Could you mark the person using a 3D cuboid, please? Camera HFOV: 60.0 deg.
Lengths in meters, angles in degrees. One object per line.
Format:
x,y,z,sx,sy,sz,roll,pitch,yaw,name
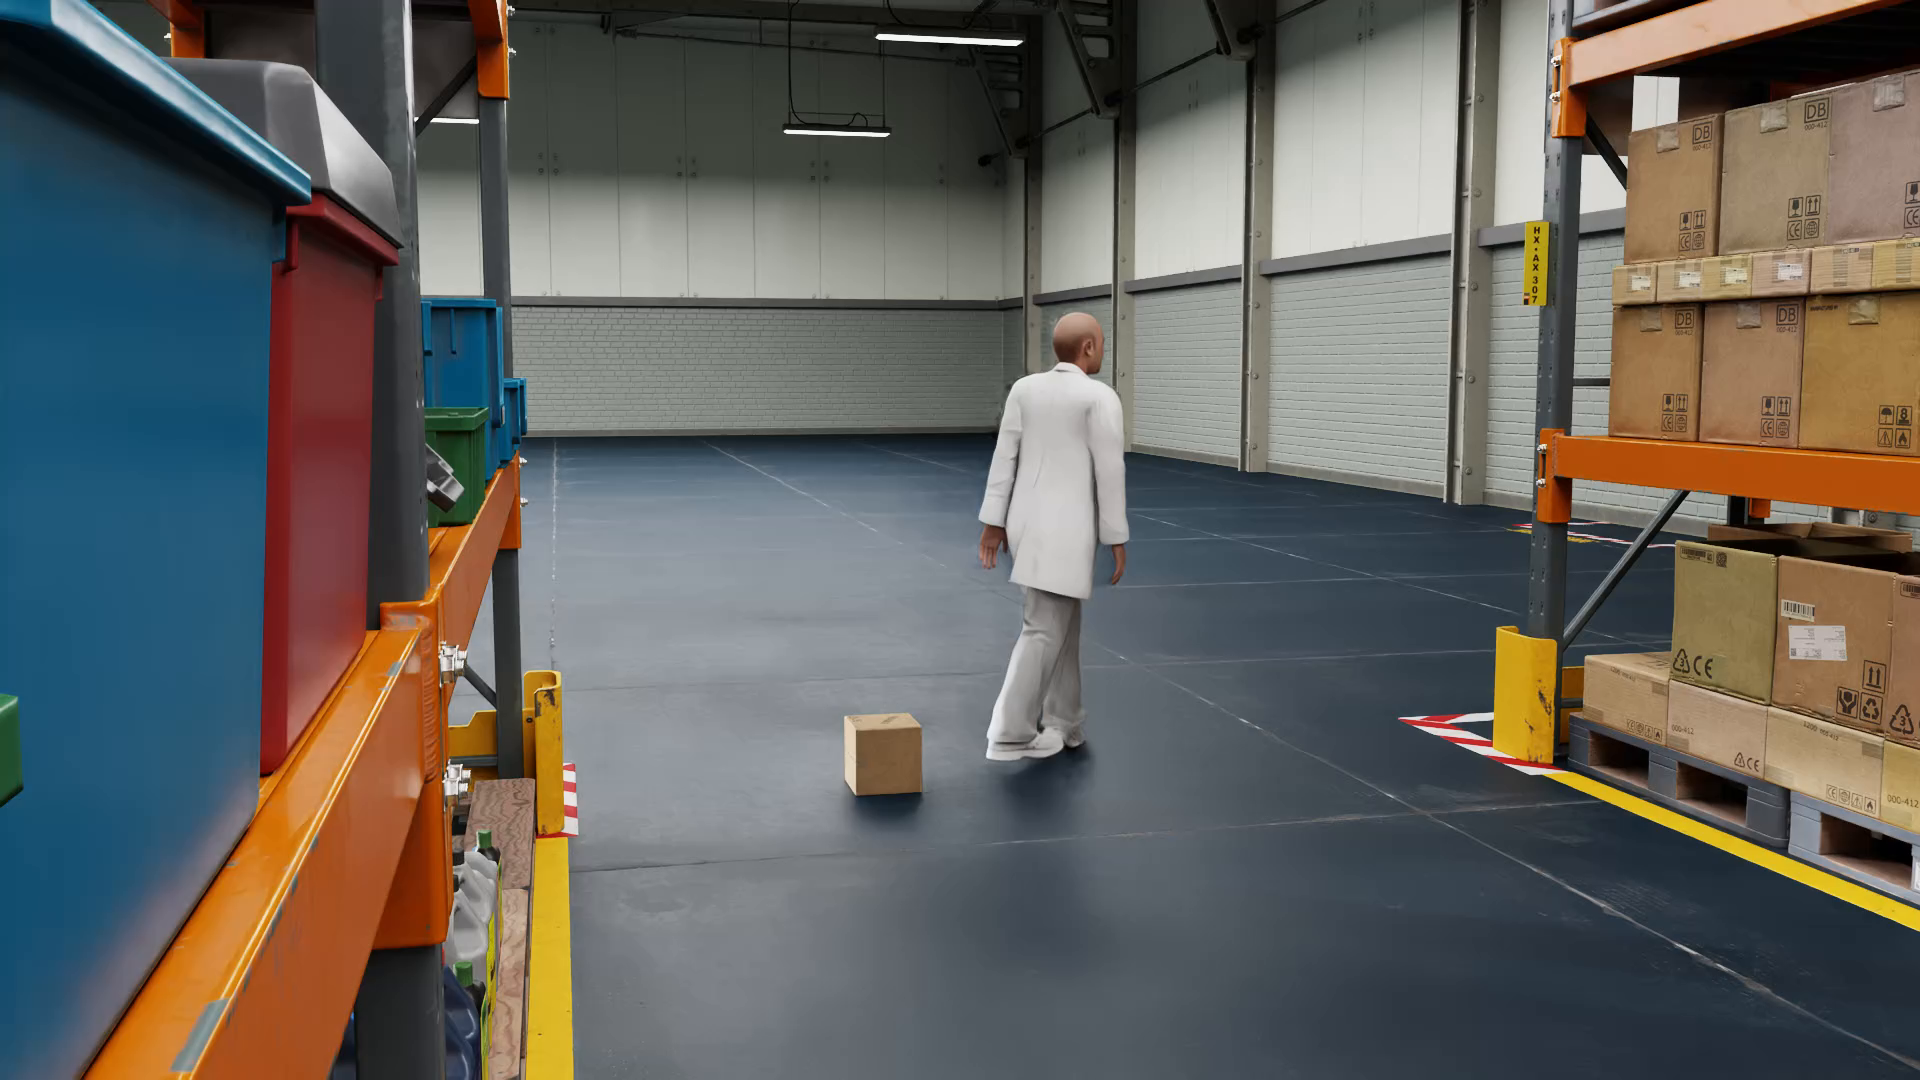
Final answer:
0.381,0.014,6.584,0.702,1.818,0.615,-5,8,-39,person
